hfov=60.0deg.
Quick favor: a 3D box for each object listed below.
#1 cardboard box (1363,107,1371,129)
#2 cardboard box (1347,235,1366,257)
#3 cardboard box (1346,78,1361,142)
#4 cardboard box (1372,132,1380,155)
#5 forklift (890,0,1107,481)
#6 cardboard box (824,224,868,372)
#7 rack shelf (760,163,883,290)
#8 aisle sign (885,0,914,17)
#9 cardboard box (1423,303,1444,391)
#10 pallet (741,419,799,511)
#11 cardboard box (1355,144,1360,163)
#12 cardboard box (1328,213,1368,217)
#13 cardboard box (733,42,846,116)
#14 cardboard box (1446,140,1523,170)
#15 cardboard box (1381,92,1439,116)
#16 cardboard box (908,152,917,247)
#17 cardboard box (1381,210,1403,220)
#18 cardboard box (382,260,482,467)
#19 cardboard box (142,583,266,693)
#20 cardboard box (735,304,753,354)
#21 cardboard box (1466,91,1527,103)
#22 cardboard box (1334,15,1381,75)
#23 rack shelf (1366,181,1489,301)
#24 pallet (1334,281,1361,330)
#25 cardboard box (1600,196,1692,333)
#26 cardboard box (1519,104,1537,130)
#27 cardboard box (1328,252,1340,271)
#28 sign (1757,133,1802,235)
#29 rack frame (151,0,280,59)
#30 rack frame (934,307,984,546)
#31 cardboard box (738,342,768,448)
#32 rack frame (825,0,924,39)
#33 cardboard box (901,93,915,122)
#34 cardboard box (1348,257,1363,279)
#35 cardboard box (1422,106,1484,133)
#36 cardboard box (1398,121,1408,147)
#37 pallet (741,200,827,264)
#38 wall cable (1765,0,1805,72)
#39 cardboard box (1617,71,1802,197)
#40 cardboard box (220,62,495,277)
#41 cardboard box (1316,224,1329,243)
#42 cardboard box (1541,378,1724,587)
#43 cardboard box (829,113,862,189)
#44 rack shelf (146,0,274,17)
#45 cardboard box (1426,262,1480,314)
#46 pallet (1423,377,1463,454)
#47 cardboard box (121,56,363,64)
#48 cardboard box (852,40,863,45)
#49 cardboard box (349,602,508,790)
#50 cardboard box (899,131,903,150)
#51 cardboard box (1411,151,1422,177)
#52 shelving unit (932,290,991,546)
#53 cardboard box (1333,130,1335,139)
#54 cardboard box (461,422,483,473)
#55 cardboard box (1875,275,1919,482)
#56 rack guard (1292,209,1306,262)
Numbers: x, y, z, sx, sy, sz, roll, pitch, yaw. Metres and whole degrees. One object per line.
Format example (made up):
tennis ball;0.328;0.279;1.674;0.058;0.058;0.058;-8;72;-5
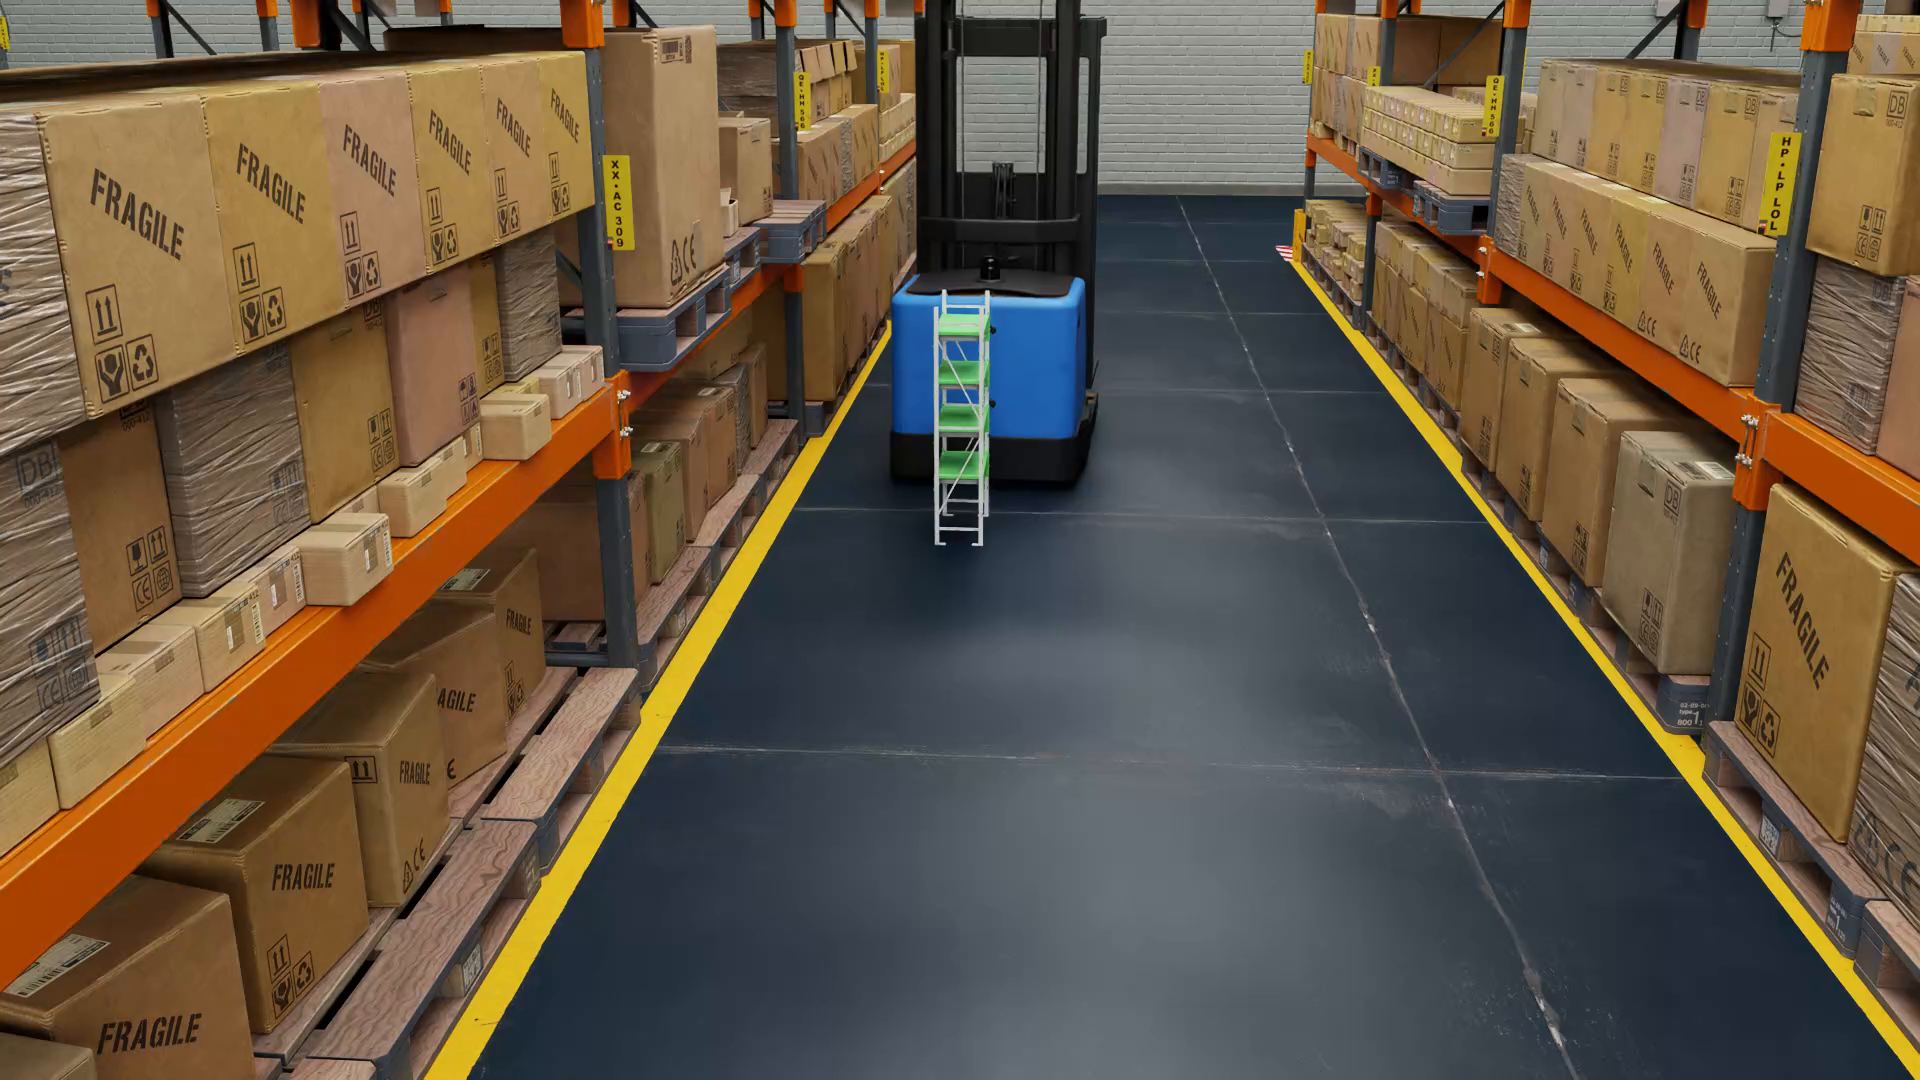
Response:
cardboard box;3.290;-3.226;12.703;0.380;0.149;0.250;2;18;5
cardboard box;3.532;-2.518;14.240;0.380;0.149;0.250;1;18;3
cardboard box;3.568;-3.624;14.026;0.500;0.500;0.500;1;18;2
cardboard box;3.254;-2.921;12.250;0.380;0.149;0.250;1;18;4
forklift;0.312;-2.133;10.225;1.130;2.935;3.031;2;18;7
cardboard box;-1.308;-1.697;11.523;1.225;0.875;0.875;1;18;4
rack shelf;-1.307;-2.296;11.768;1.077;0.370;4.000;1;18;4
aisle sign;-0.572;-5.752;16.986;0.394;0.787;0.004;1;18;4
cardboard box;3.317;-1.258;10.784;0.500;0.500;0.500;2;18;6
pallet;-1.507;-0.449;9.454;1.003;0.211;1.213;1;18;4
cardboard box;3.474;-3.174;13.695;0.380;0.149;0.250;1;18;2
cardboard box;3.677;-3.003;15.719;0.380;0.149;0.250;2;18;6
cardboard box;-1.261;-3.372;12.124;0.797;0.503;0.637;1;18;5
cardboard box;3.071;-2.260;9.753;0.380;0.149;0.250;2;18;5
cardboard box;3.235;-3.124;11.913;0.380;0.149;0.250;1;18;3
cardboard box;-0.842;-3.491;16.996;0.875;0.875;0.875;1;18;4
cardboard box;4.229;-3.078;15.947;0.380;0.149;0.250;1;18;2
cardboard box;-1.837;-0.513;4.532;0.875;0.500;0.500;1;18;4
cardboard box;-1.673;0.194;3.417;0.380;0.149;0.250;1;18;4
cardboard box;-1.468;-1.185;9.327;0.500;0.250;0.500;2;18;6
cardboard box;3.904;-3.187;12.106;0.380;0.149;0.250;1;18;2
cardboard box;3.644;-4.413;14.831;0.500;0.500;0.500;1;18;2
rack shelf;3.633;-2.154;11.334;1.077;0.370;4.000;1;18;4
pallet;3.790;-2.001;14.191;1.003;0.211;1.213;1;18;4
cardboard box;3.046;-1.162;6.990;0.500;0.500;0.500;1;18;4
cardboard box;3.792;-2.703;10.627;0.380;0.149;0.250;2;18;6
cardboard box;3.609;-2.568;15.346;0.380;0.149;0.250;1;18;4
sign;2.661;-1.154;5.395;0.100;0.325;0.005;1;18;4
rack frame;-6.103;-3.370;13.889;1.000;3.000;0.127;1;18;4
rack frame;-0.006;-0.546;8.162;0.240;1.200;0.015;1;18;4
cardboard box;-1.478;-0.829;9.445;0.700;0.500;0.500;0;18;1
rack frame;-0.876;-4.501;17.343;1.000;3.000;0.127;1;18;4
cardboard box;-0.683;-4.257;16.362;0.500;0.250;0.500;1;18;3
cardboard box;3.489;-2.292;14.028;0.380;0.149;0.250;0;18;1
cardboard box;3.122;-2.642;10.443;0.380;0.149;0.250;2;18;6
cardboard box;3.180;-2.741;11.221;0.380;0.149;0.250;1;18;3
pallet;-1.395;-1.702;9.107;1.213;0.211;1.003;1;18;4
wall cable;10.805;-6.487;21.770;0.588;1.984;0.122;1;18;4
cardboard box;3.342;-1.783;7.280;0.700;0.500;0.500;1;18;3
cardboard box;-1.566;-0.982;4.358;0.500;0.500;0.500;1;18;4
cardboard box;3.638;-2.949;16.033;0.380;0.149;0.250;2;18;6
cardboard box;3.231;-0.257;7.329;1.050;0.750;0.750;1;18;4
cardboard box;-0.997;-2.839;12.110;0.500;0.500;0.500;1;18;3
rack shelf;-6.247;-3.832;11.638;1.077;0.370;4.000;1;18;4
cardboard box;3.303;-1.618;10.679;0.500;0.250;0.500;2;18;5
pallet;3.548;-0.792;10.501;1.003;0.211;1.213;1;18;4
cardboard box;-2.057;-1.149;4.868;0.500;0.500;0.500;1;18;4
cardboard box;-1.216;-4.629;16.293;0.500;0.500;0.500;1;18;3
cardboard box;-1.839;0.515;5.373;0.500;0.500;0.500;7;20;21
cardboard box;-0.718;-3.627;15.077;0.380;0.149;0.250;1;18;5
cardboard box;3.144;-2.436;10.769;0.380;0.149;0.250;0;18;1
shelving unit;0.012;-0.622;8.393;0.258;1.200;0.503;1;18;4
cardboard box;3.782;-3.901;15.913;0.380;0.149;0.250;2;18;6
cardboard box;-1.620;-0.273;4.843;0.380;0.149;0.250;1;18;4
cardboard box;3.172;-0.417;4.639;0.875;0.550;0.550;1;18;4
rack guard;4.058;-3.148;17.227;1.175;0.500;0.348;1;18;4
